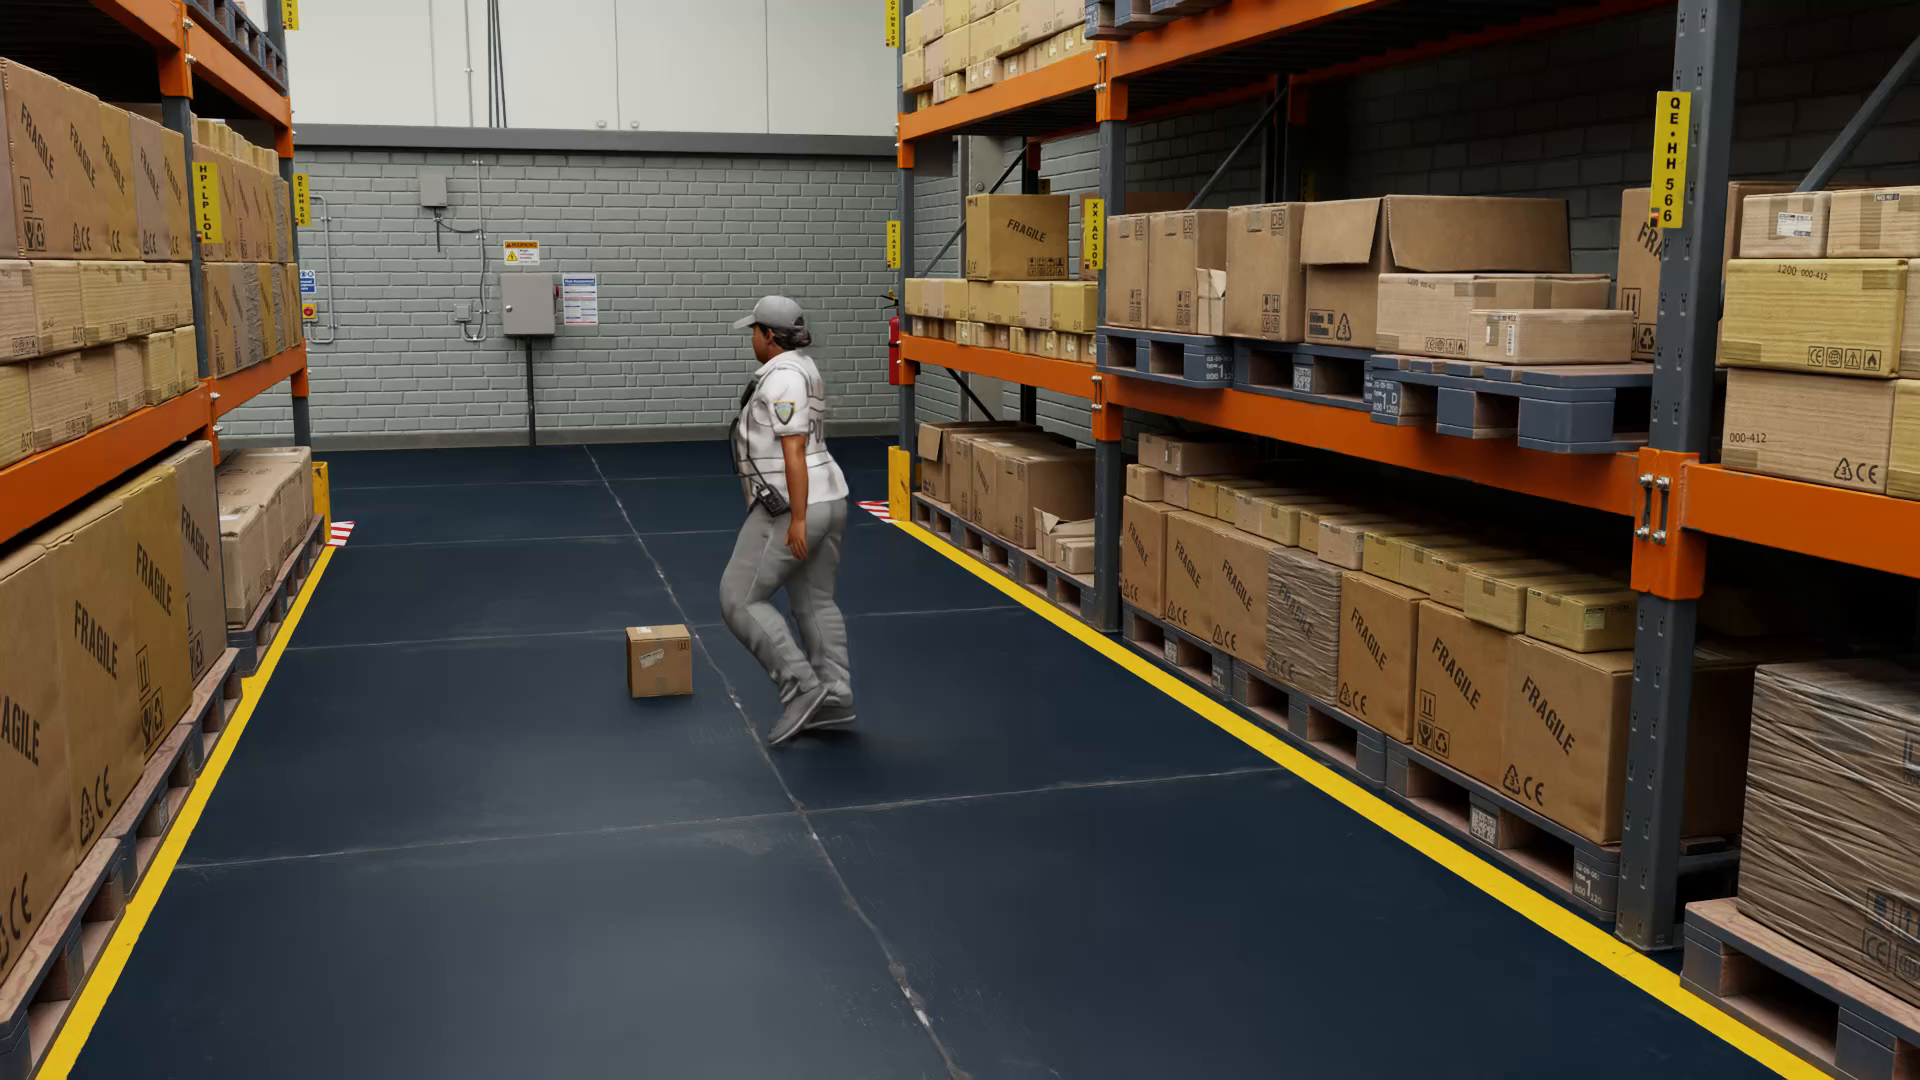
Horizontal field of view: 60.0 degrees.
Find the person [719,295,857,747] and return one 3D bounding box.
[{"bbox_3d":[-0.641,-0.086,6.309,0.469,1.669,0.542,2,10,10],"label":"person"}]
